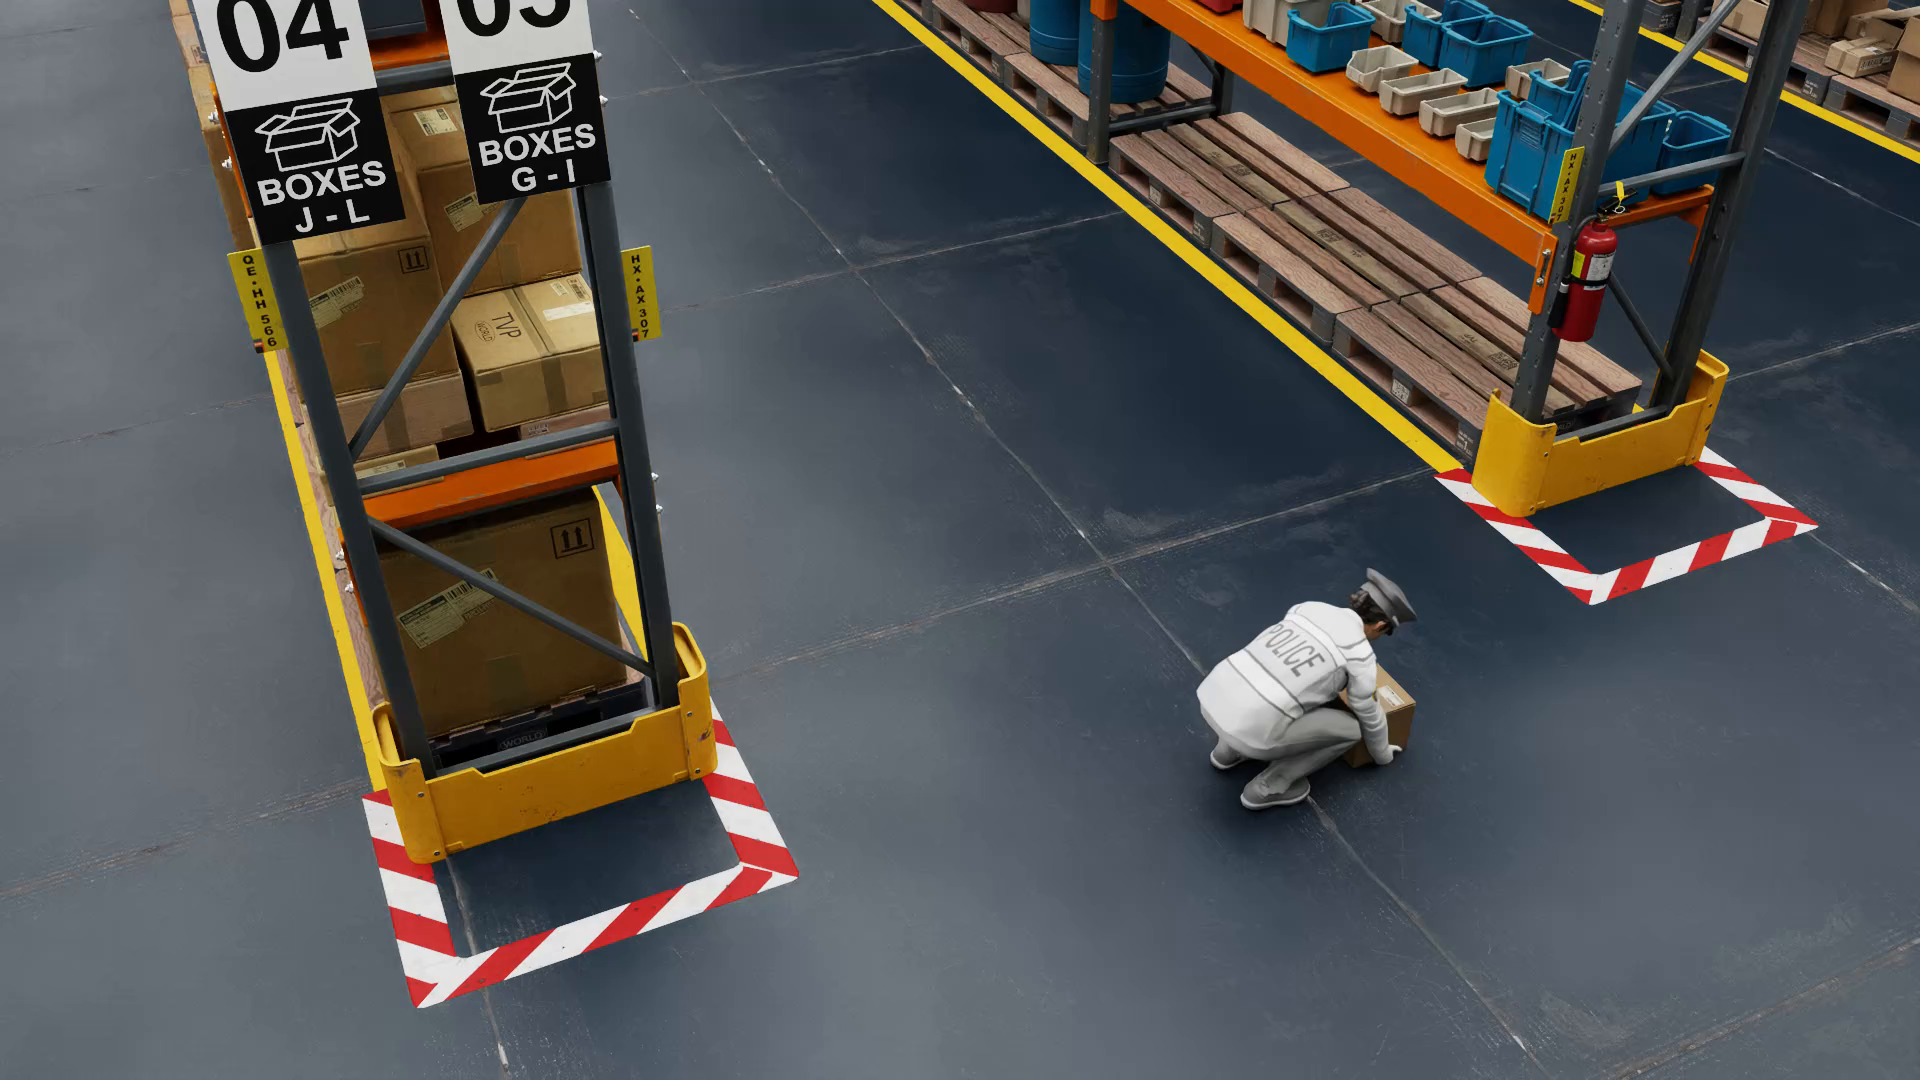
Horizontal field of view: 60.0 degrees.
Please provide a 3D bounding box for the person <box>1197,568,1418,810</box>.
[{"bbox_3d":[1.294,0.571,6.192,0.891,0.843,0.469,-16,40,-20],"label":"person"}]
